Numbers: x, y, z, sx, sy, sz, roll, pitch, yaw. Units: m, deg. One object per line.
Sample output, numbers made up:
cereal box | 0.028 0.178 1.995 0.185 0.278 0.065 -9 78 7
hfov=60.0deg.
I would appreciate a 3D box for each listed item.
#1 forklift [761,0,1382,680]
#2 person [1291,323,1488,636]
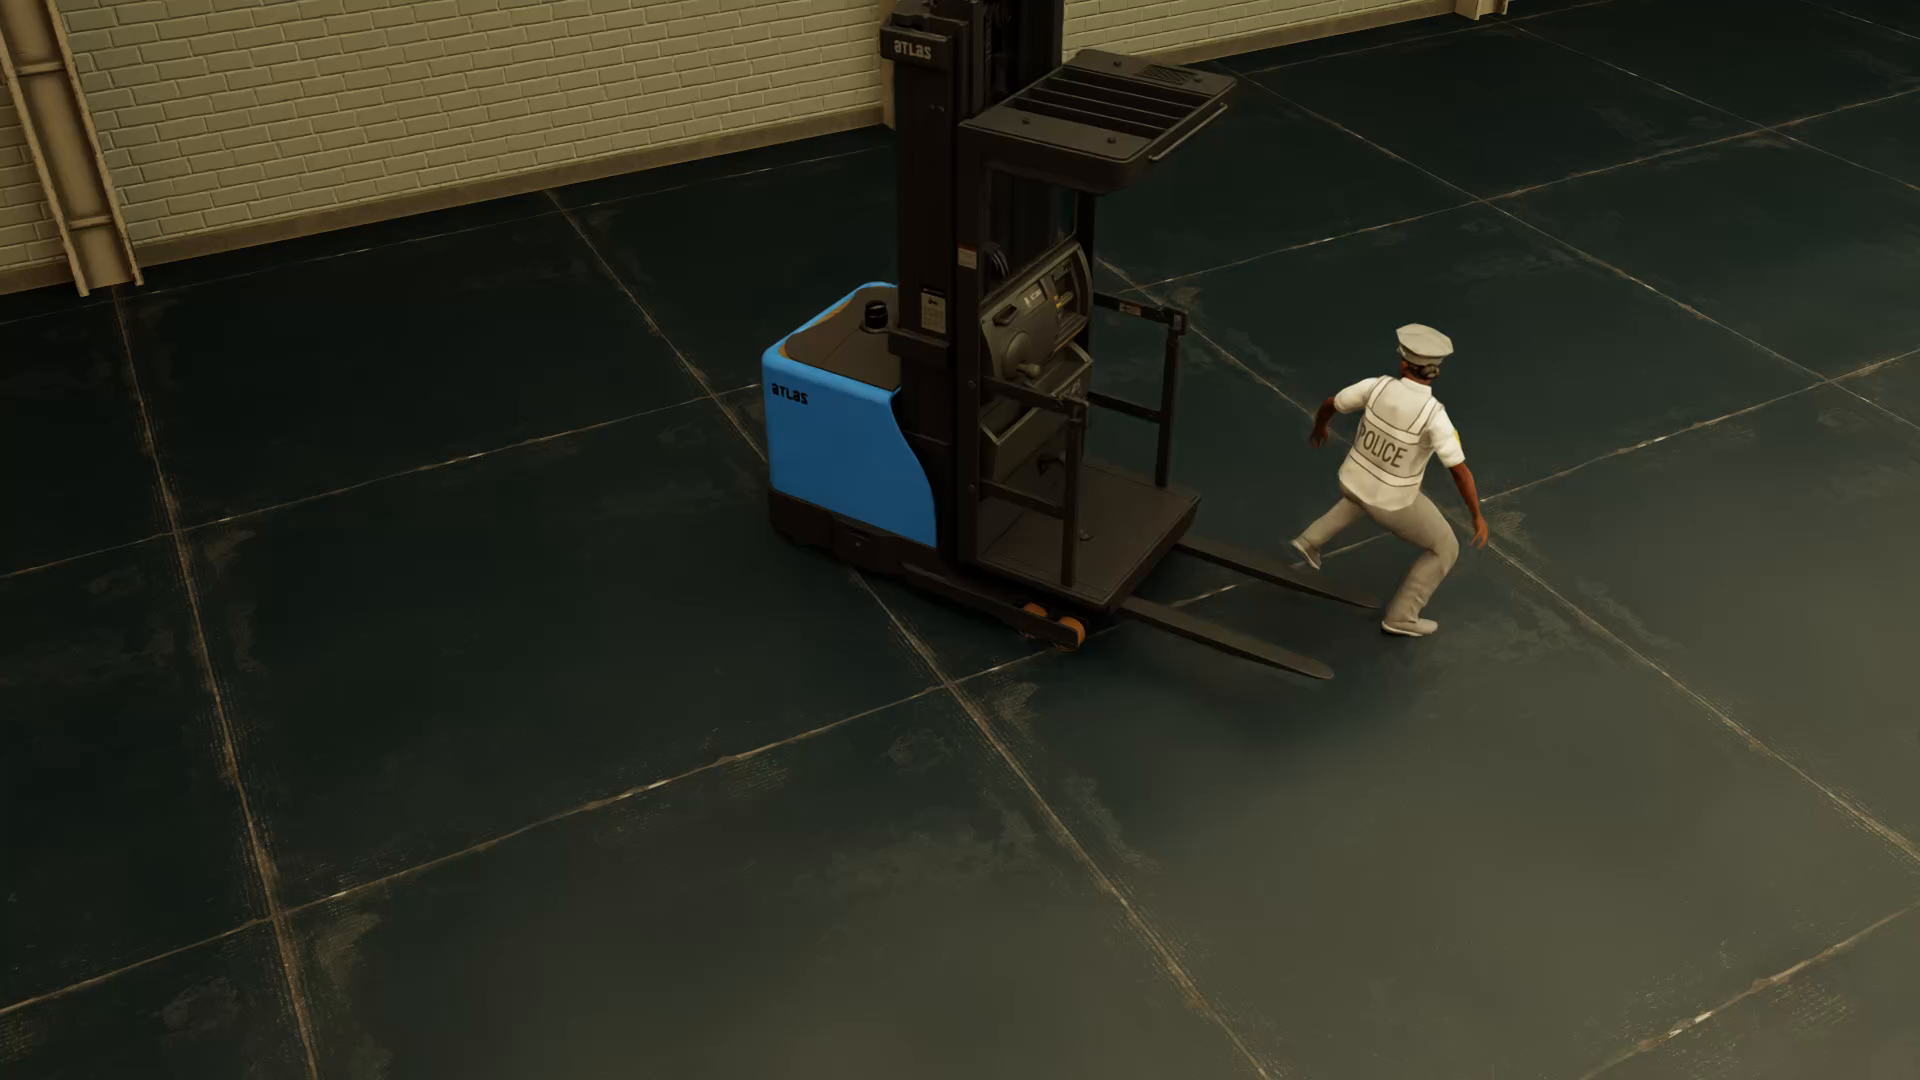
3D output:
forklift | 0.534 -1.017 7.562 3.031 2.935 1.130 20 40 25
person | 2.033 -0.271 7.753 0.489 1.542 0.955 -21 40 -27
